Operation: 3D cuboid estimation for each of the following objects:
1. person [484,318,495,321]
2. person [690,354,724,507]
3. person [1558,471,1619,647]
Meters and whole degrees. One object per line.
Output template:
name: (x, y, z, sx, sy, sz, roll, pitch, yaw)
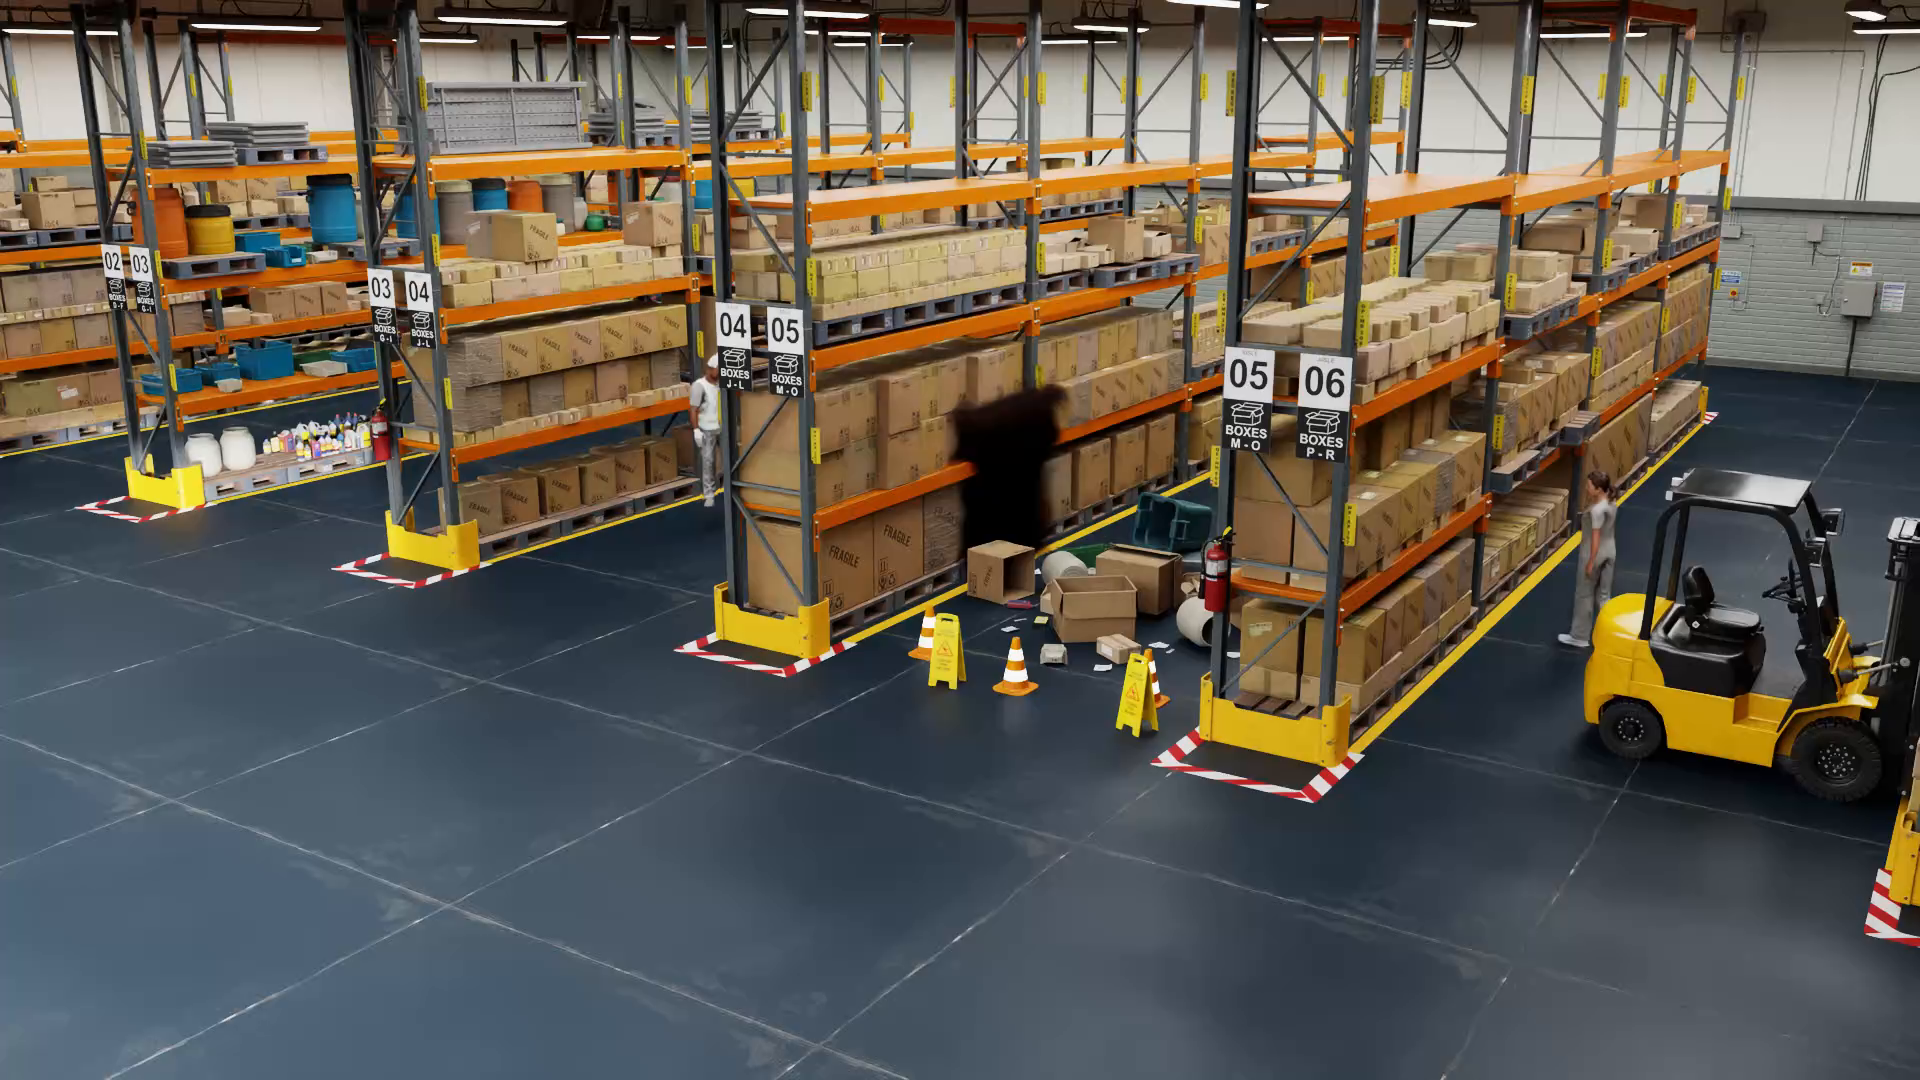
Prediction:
person: (-8.000, -3.645, 28.973, 0.475, 1.773, 0.638, 7, 17, 23)
person: (-2.871, -1.264, 19.430, 0.606, 1.825, 0.547, -7, 17, -24)
person: (5.943, 0.172, 15.499, 0.460, 1.676, 0.425, -8, 17, -25)
